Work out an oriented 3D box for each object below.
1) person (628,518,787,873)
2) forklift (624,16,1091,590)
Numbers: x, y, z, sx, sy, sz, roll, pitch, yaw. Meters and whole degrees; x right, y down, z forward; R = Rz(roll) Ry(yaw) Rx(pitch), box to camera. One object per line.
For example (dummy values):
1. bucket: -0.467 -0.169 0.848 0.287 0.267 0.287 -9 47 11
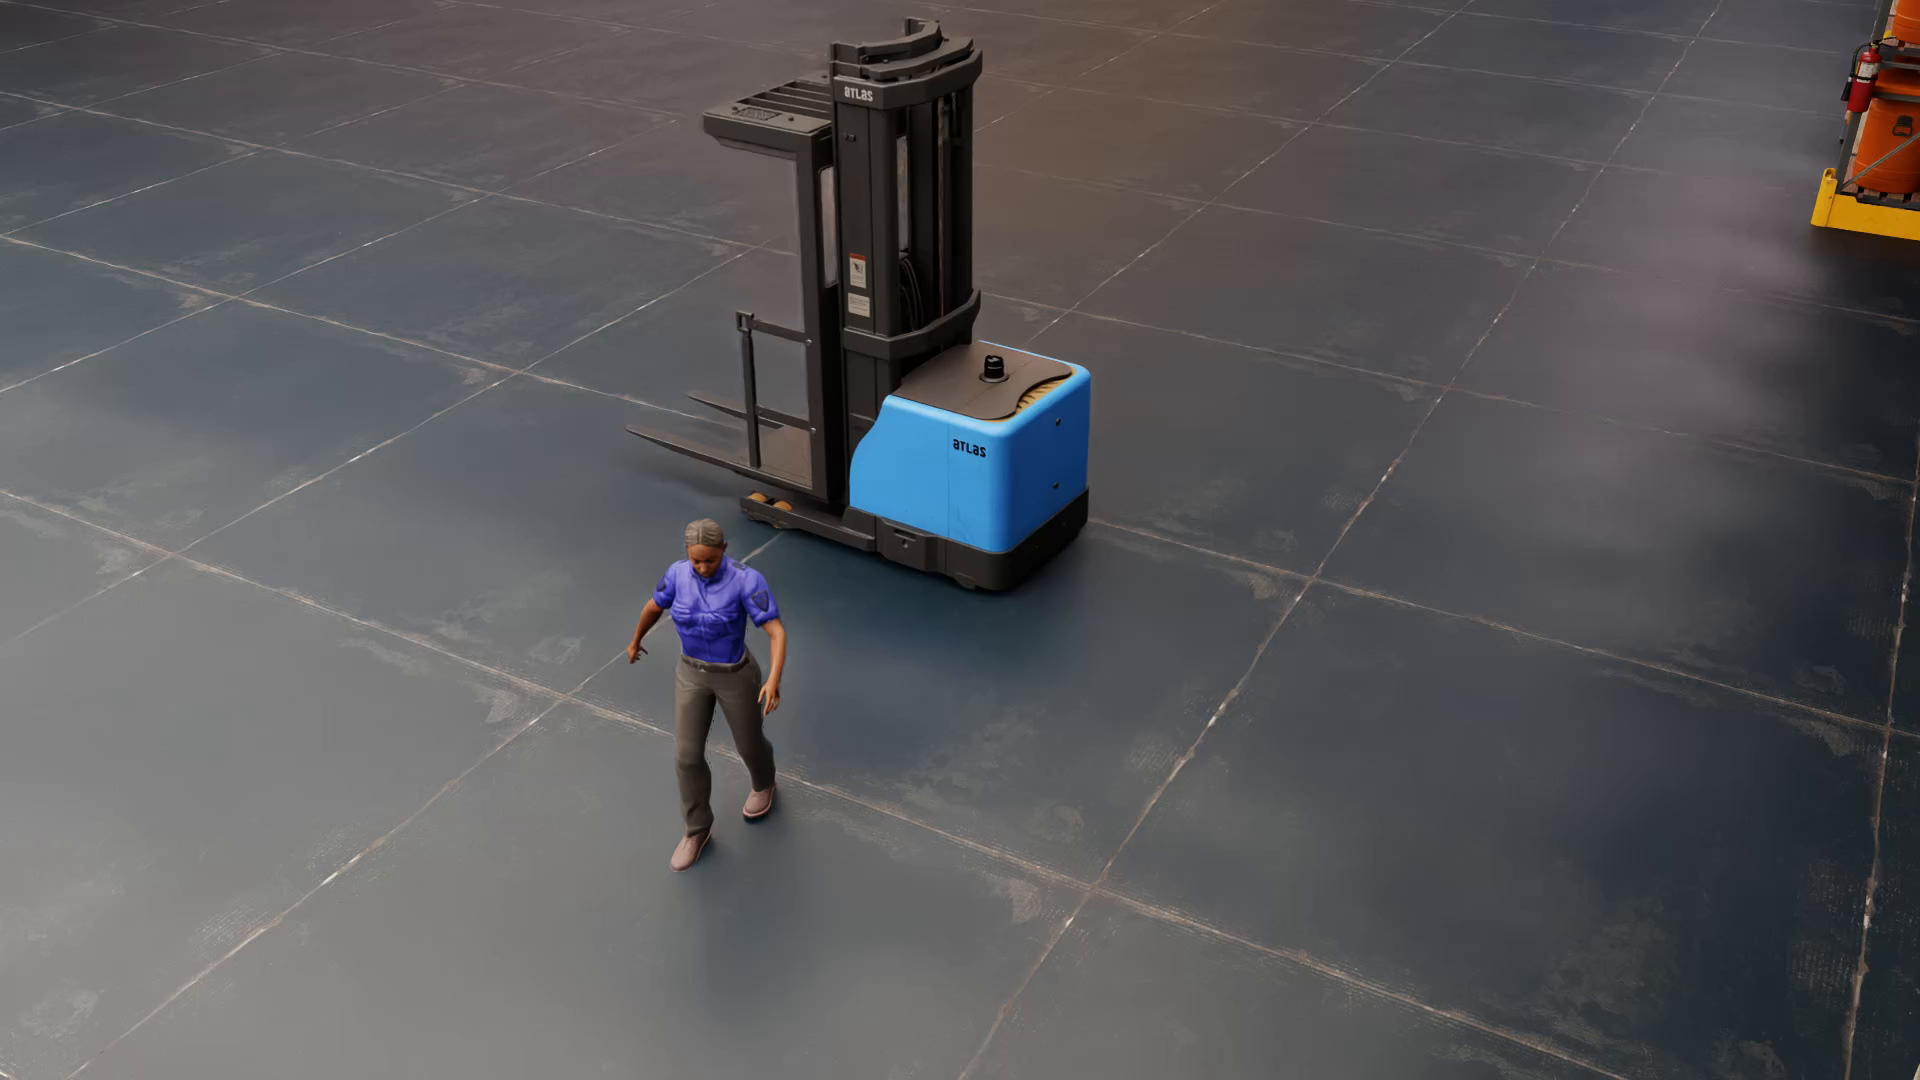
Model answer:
1. person: -1.113 0.637 7.293 0.891 1.639 0.732 7 31 12
2. forklift: -0.742 -1.536 9.732 3.031 2.935 1.130 18 35 28
